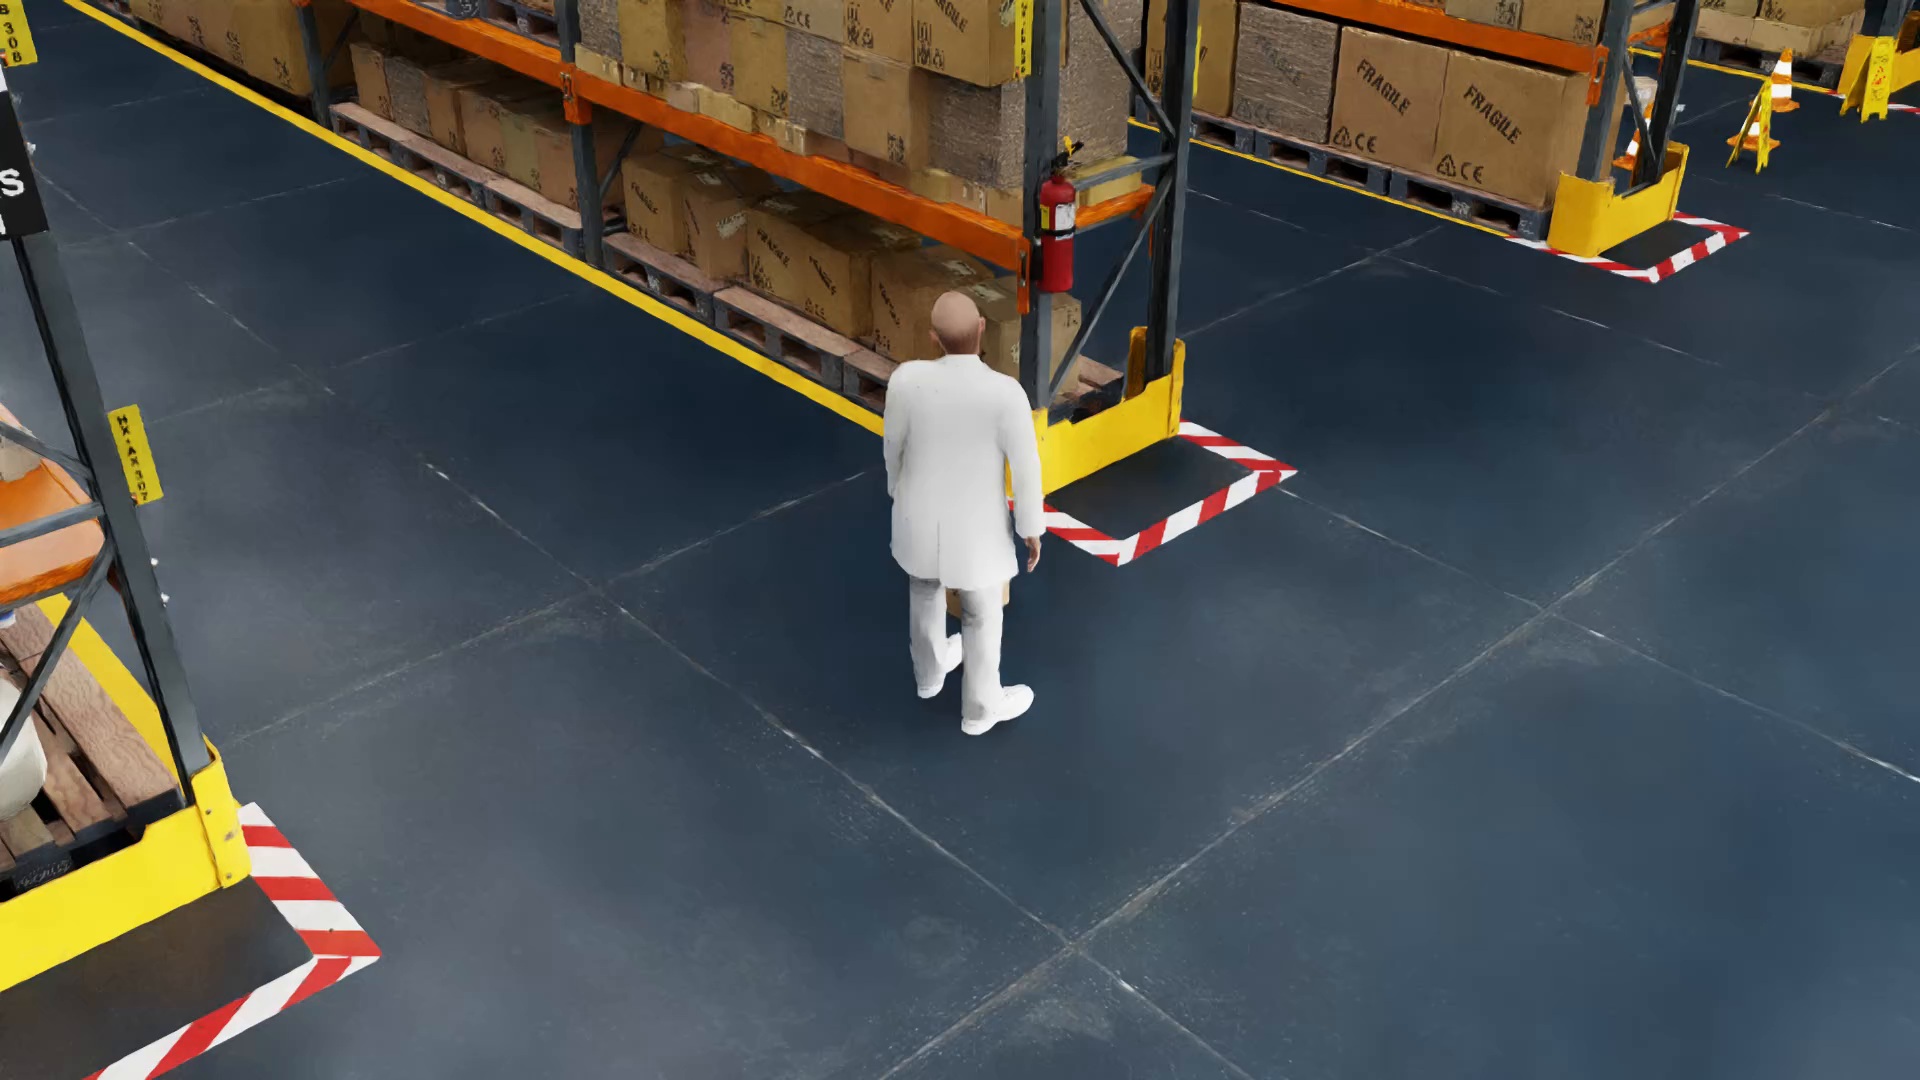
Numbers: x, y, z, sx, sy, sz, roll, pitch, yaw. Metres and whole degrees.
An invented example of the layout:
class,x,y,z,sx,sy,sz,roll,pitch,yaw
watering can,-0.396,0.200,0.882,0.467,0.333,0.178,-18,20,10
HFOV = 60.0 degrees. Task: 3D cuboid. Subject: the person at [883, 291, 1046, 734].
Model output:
class,x,y,z,sx,sy,sz,roll,pitch,yaw
person,0.043,-0.128,6.313,0.644,1.785,0.546,9,32,14
